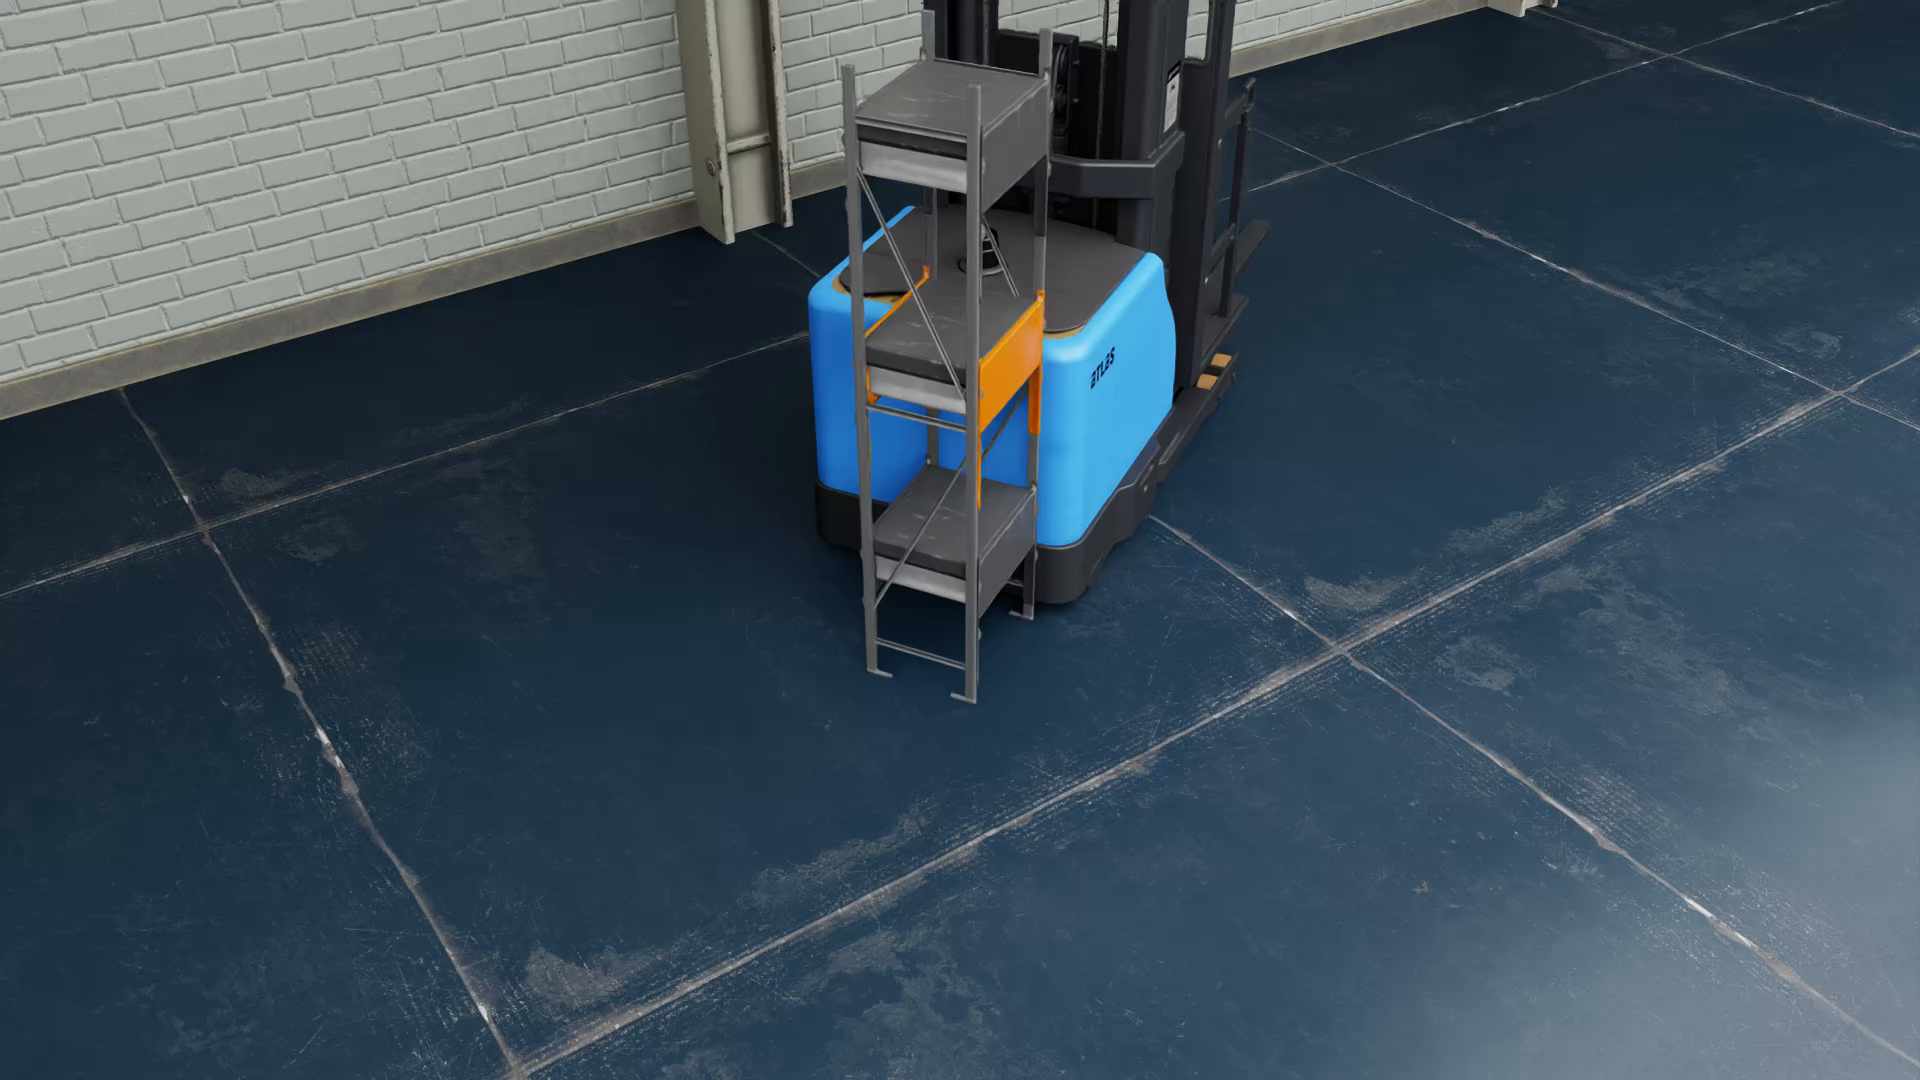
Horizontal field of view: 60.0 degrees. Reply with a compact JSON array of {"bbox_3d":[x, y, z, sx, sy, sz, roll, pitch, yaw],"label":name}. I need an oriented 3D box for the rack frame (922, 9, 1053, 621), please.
[{"bbox_3d":[0.075,-0.618,5.312,0.400,2.100,0.015,15,38,20],"label":"rack frame"}]

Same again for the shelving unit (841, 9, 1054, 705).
[{"bbox_3d":[-0.028,-0.489,5.132,0.431,2.100,0.503,15,38,20],"label":"shelving unit"}]

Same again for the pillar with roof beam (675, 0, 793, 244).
[{"bbox_3d":[1.383,-3.213,3.010,0.400,9.000,9.100,-22,41,-28],"label":"pillar with roof beam"}]

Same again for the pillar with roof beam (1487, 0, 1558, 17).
[{"bbox_3d":[6.287,-5.231,5.816,0.400,9.000,9.100,-22,41,-28],"label":"pillar with roof beam"}]

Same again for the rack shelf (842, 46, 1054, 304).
[{"bbox_3d":[-0.028,-1.046,4.731,0.431,0.518,0.480,15,38,20],"label":"rack shelf"}]

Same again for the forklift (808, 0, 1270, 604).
[{"bbox_3d":[0.546,-1.817,6.266,1.130,2.935,3.031,15,38,20],"label":"forklift"}]

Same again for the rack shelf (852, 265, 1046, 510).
[{"bbox_3d":[-0.028,-0.478,5.140,0.431,0.518,0.480,15,38,20],"label":"rack shelf"}]

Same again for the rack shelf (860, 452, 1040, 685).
[{"bbox_3d":[-0.028,0.090,5.549,0.431,0.518,0.480,15,38,20],"label":"rack shelf"}]

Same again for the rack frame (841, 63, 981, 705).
[{"bbox_3d":[-0.130,-0.360,4.952,0.400,2.100,0.015,15,38,20],"label":"rack frame"}]
